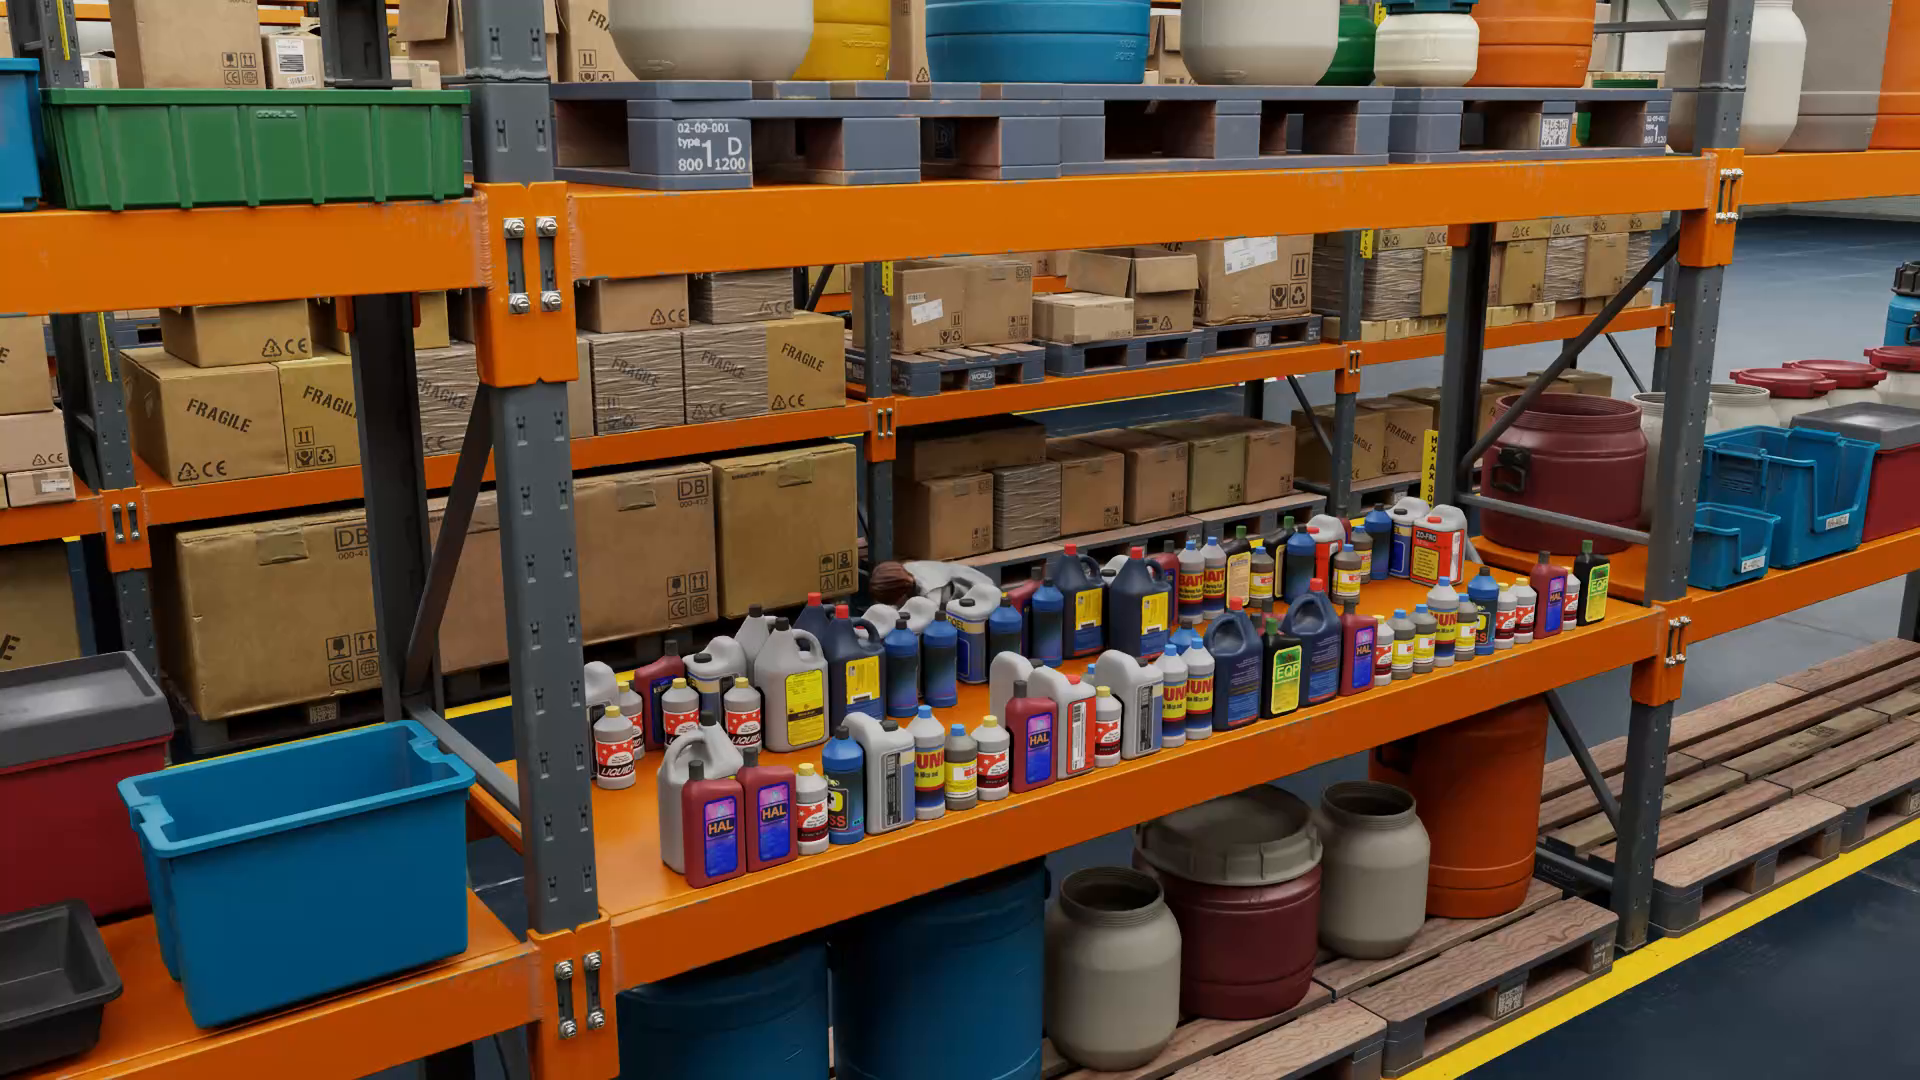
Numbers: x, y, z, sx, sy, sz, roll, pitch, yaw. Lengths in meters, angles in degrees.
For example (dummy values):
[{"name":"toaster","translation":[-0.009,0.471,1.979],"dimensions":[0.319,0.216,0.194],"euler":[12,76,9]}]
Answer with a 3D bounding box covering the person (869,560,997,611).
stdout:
[{"name":"person","translation":[-0.146,0.452,8.757],"dimensions":[0.832,0.738,0.432],"euler":[-11,18,-35]}]
